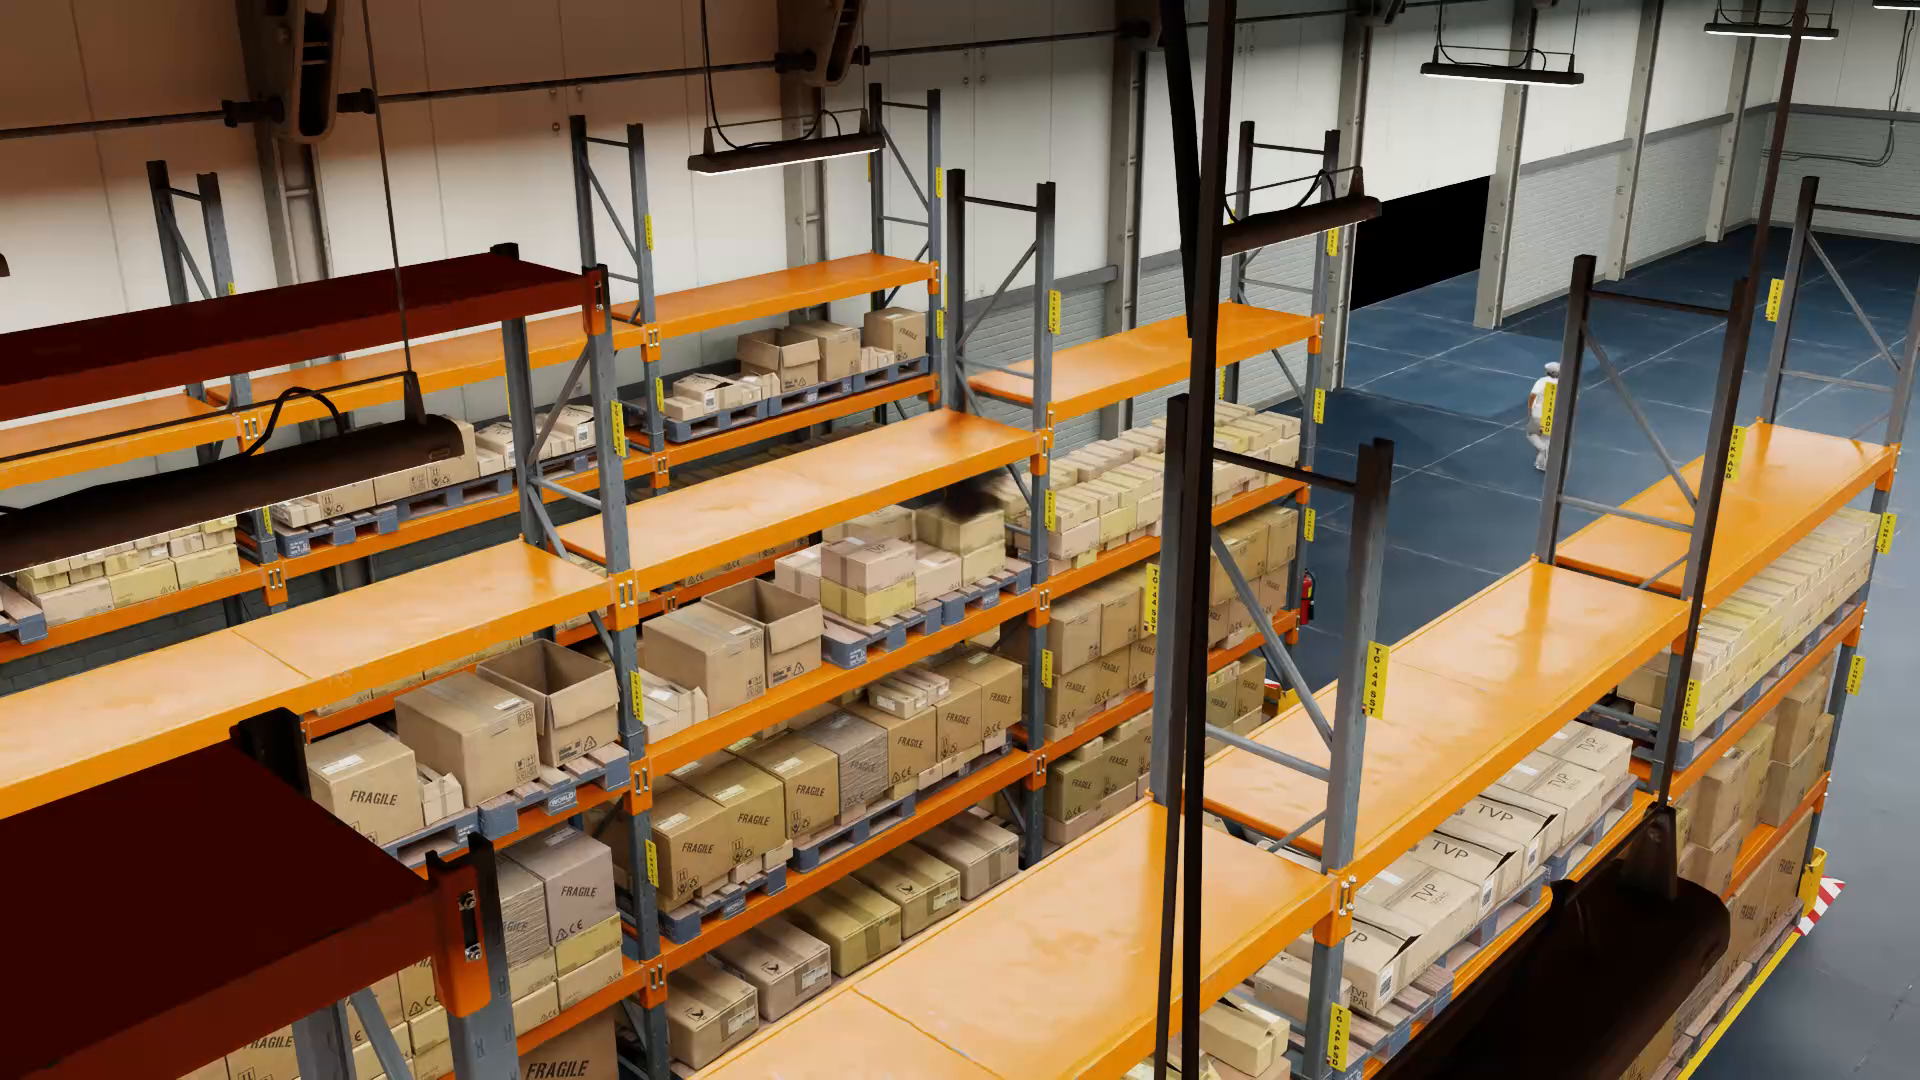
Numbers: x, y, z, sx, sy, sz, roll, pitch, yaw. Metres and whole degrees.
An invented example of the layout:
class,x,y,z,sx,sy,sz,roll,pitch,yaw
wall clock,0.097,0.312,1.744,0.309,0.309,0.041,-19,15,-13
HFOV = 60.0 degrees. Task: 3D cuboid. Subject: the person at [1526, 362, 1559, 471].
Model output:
class,x,y,z,sx,sy,sz,roll,pitch,yaw
person,8.610,-1.819,24.493,0.620,1.630,0.620,0,21,0
